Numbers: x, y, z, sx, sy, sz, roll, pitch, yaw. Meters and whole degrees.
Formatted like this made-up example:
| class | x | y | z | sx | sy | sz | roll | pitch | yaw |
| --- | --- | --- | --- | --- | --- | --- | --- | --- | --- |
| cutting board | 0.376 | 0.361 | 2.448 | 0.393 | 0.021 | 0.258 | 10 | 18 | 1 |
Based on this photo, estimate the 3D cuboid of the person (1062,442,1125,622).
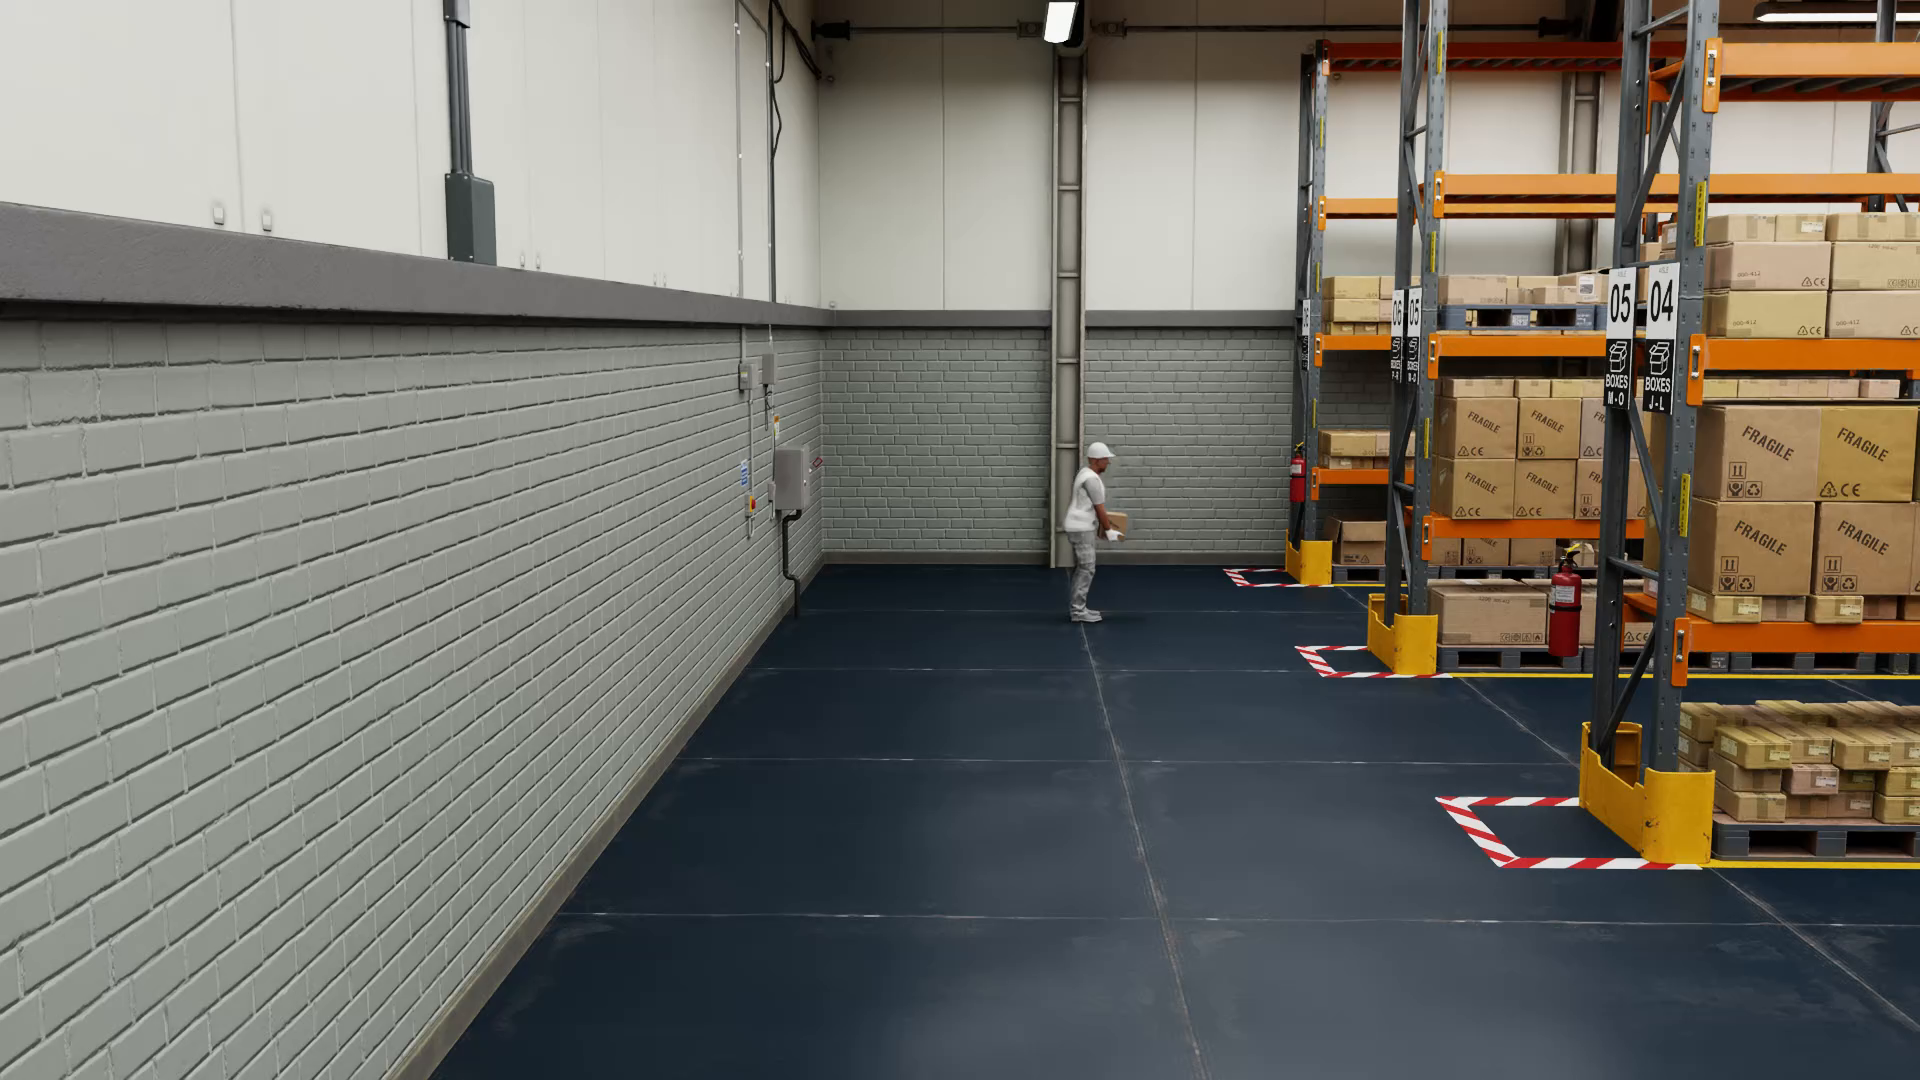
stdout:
| class | x | y | z | sx | sy | sz | roll | pitch | yaw |
| --- | --- | --- | --- | --- | --- | --- | --- | --- | --- |
| person | 1.315 | -0.085 | 16.452 | 0.605 | 1.761 | 0.487 | 0 | 7 | 0 |
